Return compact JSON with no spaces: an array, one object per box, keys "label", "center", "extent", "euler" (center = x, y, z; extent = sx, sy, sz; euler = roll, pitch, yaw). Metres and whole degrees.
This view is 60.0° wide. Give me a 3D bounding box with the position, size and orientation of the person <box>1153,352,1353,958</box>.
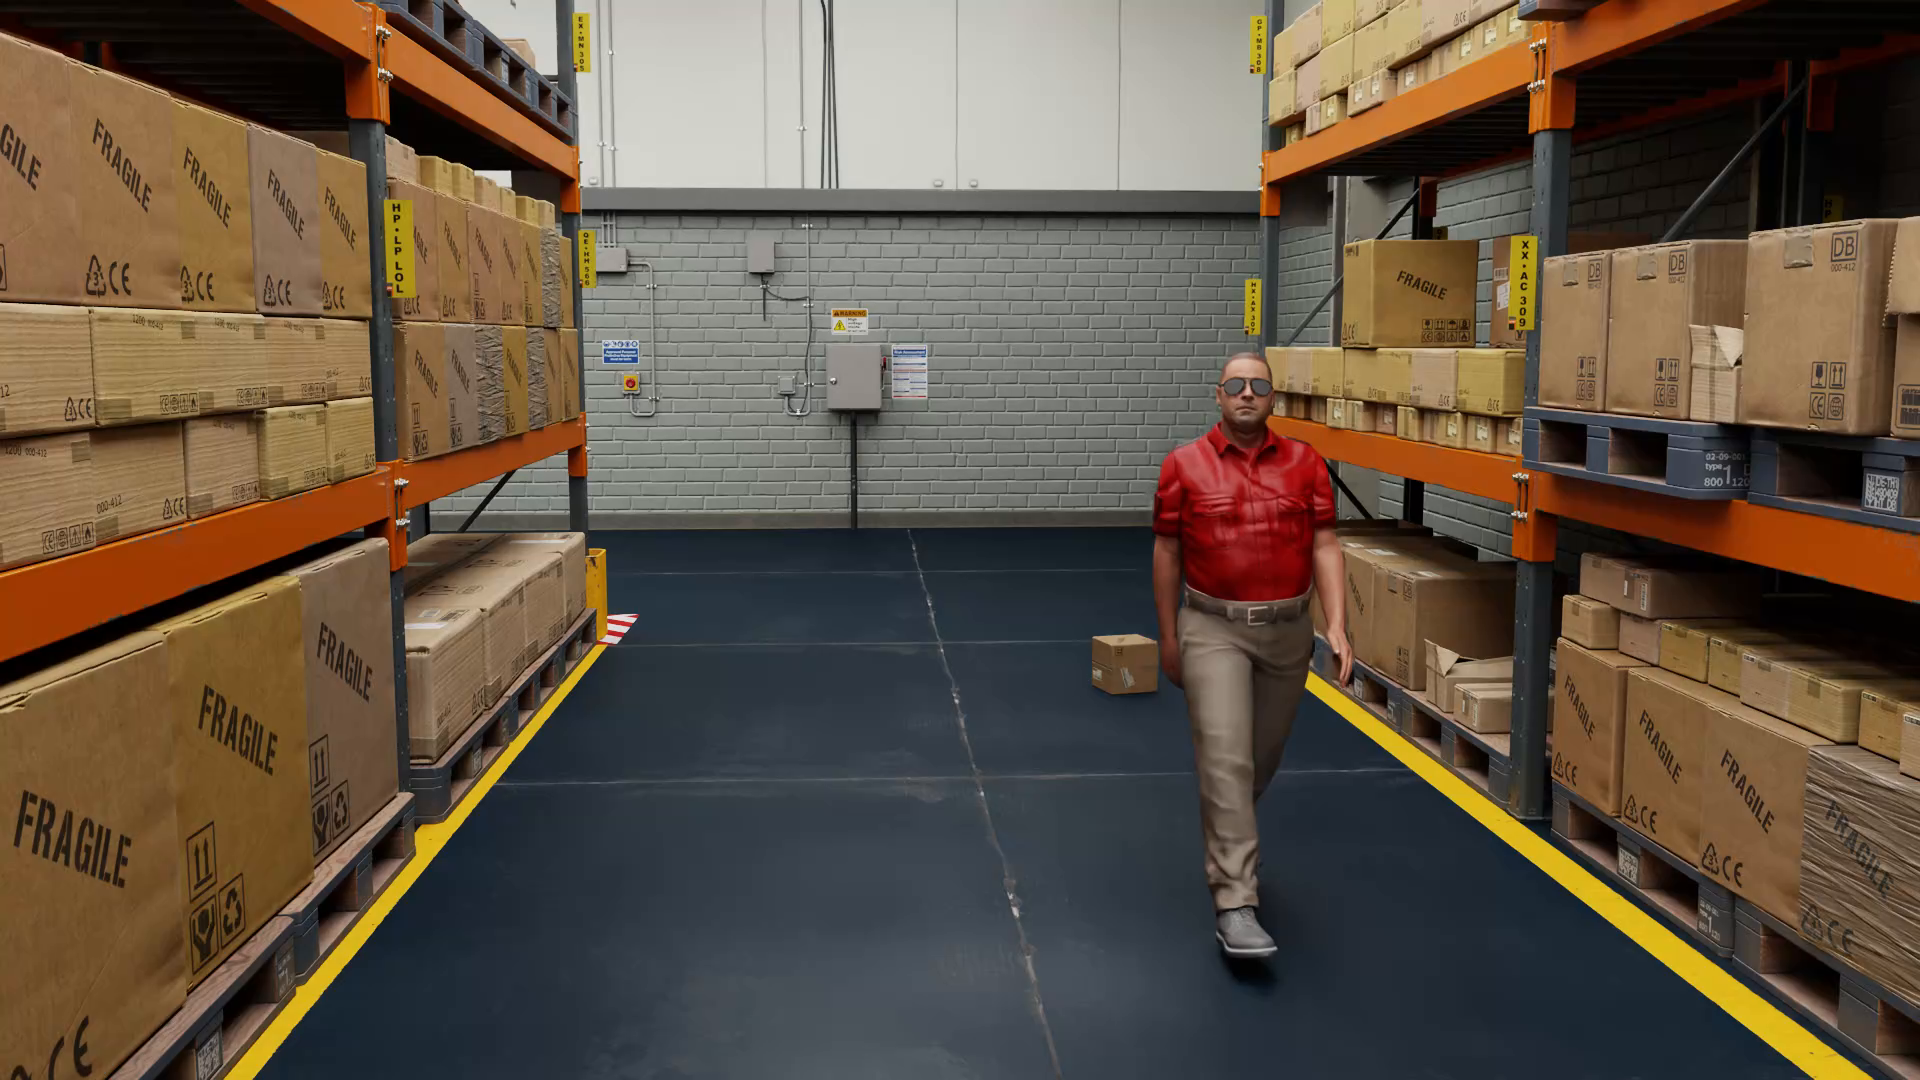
[{"label":"person","center":[0.871,0.289,4.906],"extent":[0.536,1.666,1.026],"euler":[-1,7,-9]}]
